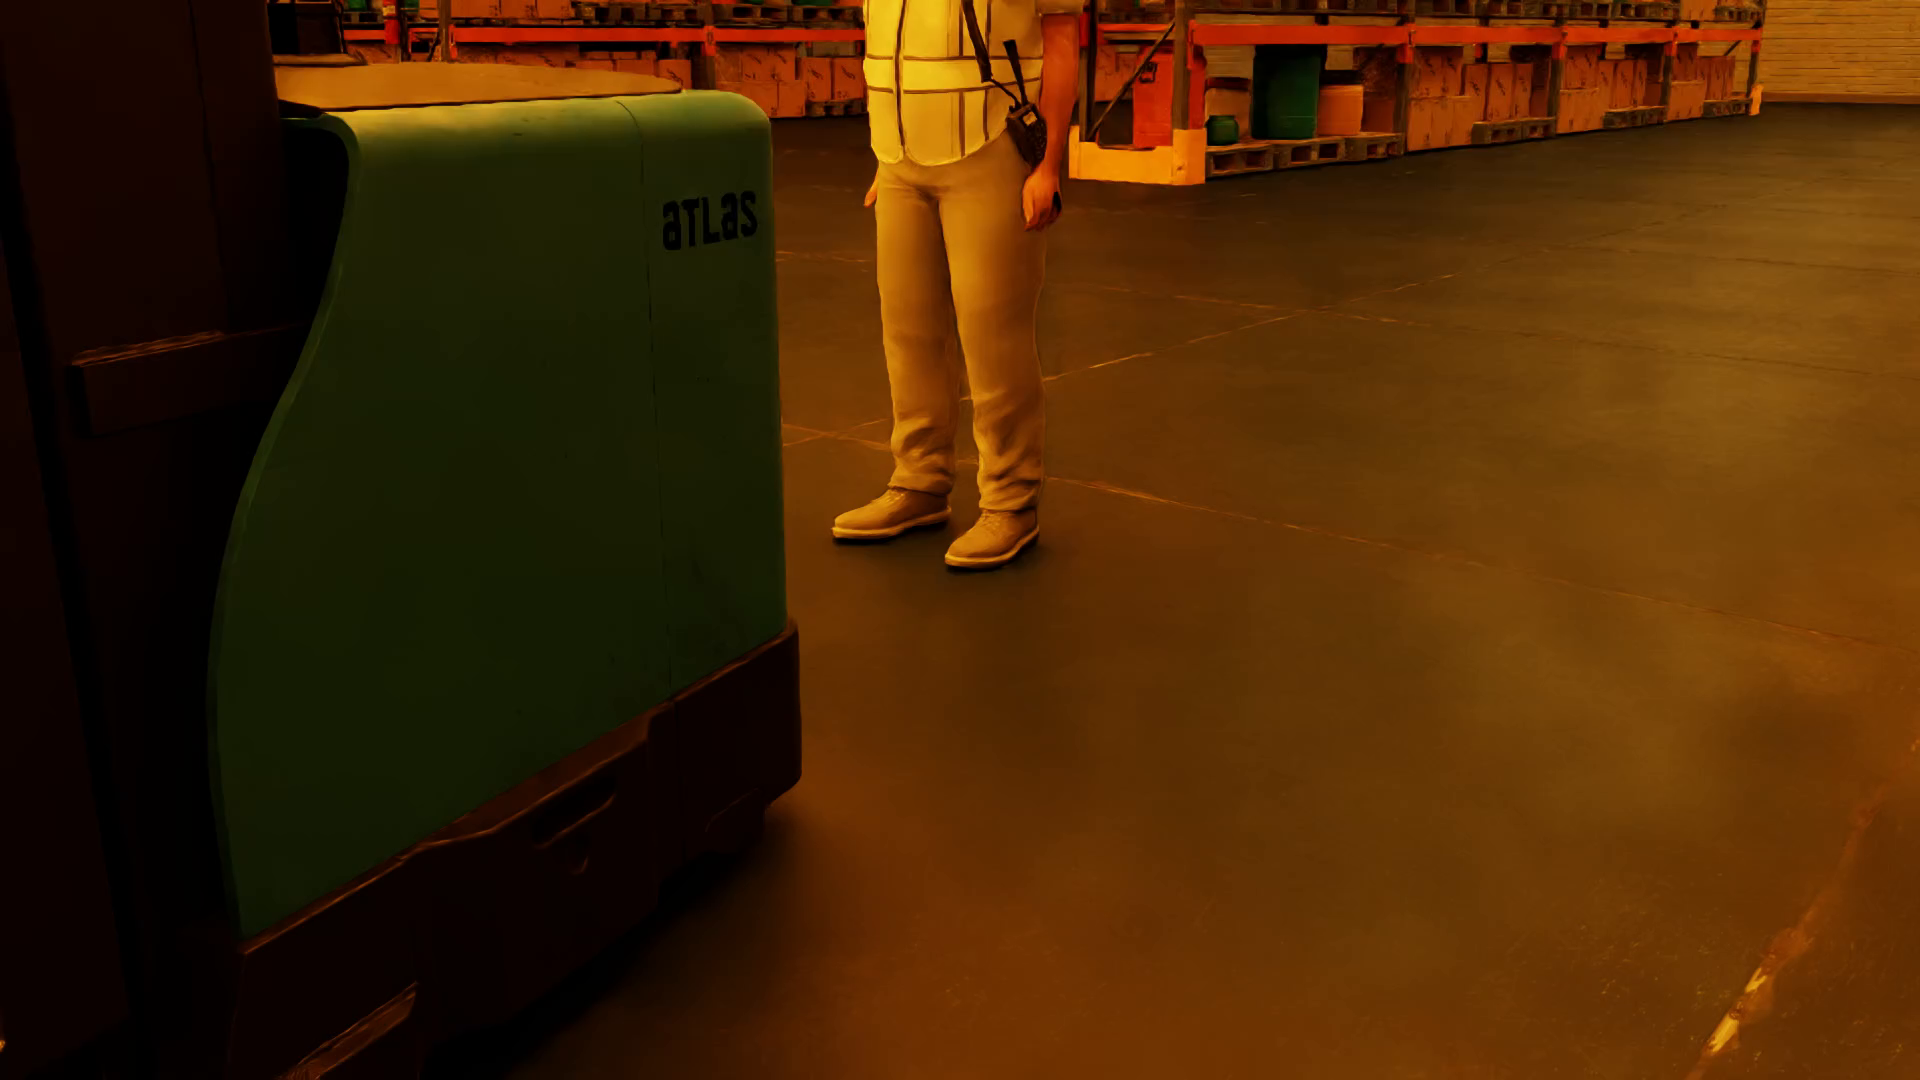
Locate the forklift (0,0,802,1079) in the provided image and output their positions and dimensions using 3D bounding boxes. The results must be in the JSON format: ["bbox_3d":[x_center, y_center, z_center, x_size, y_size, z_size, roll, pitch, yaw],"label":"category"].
[{"bbox_3d":[-1.348,-0.666,1.091,1.130,2.935,3.031,8,19,25],"label":"forklift"}]
